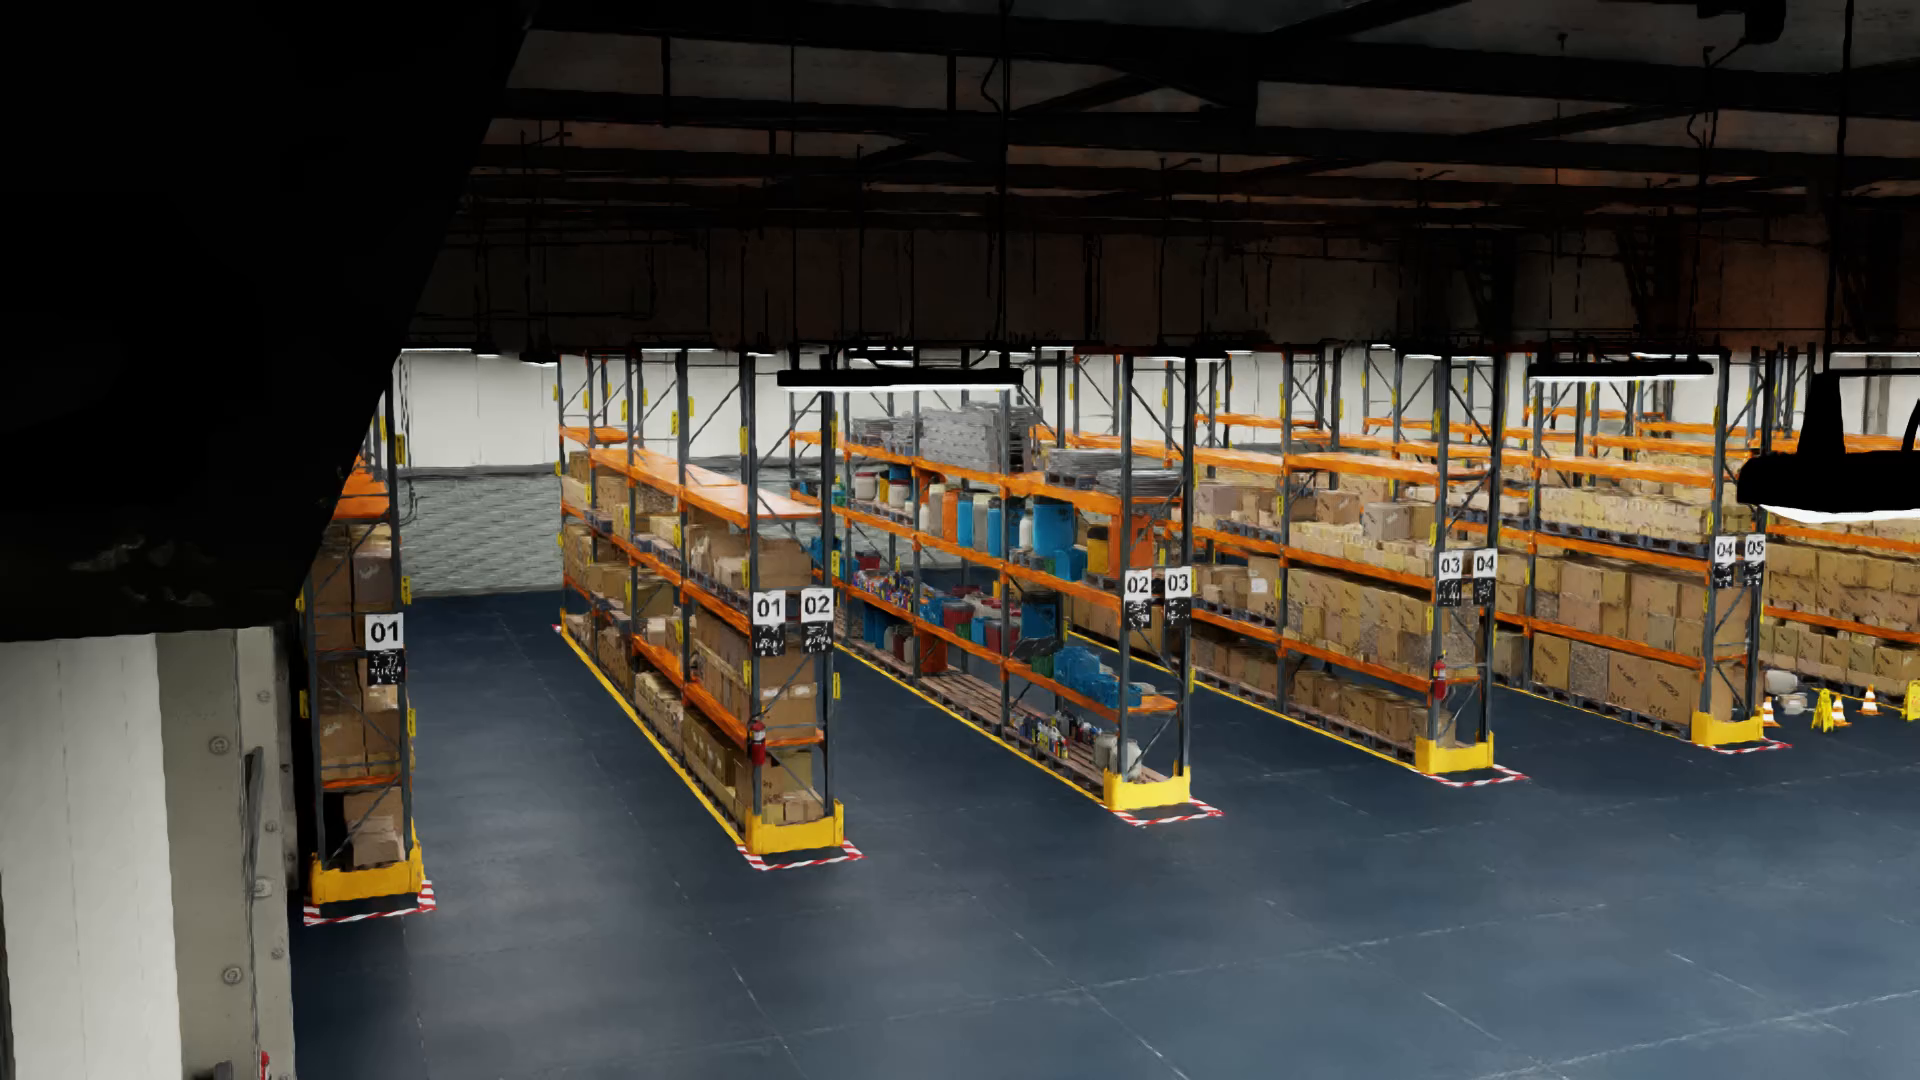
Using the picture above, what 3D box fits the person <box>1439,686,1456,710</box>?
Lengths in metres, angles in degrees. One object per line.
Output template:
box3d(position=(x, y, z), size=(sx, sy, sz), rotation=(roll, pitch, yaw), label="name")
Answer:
box3d(position=(7.922, 2.195, 27.088), size=(0.566, 1.433, 0.519), rotation=(-3, 8, -23), label="person")
